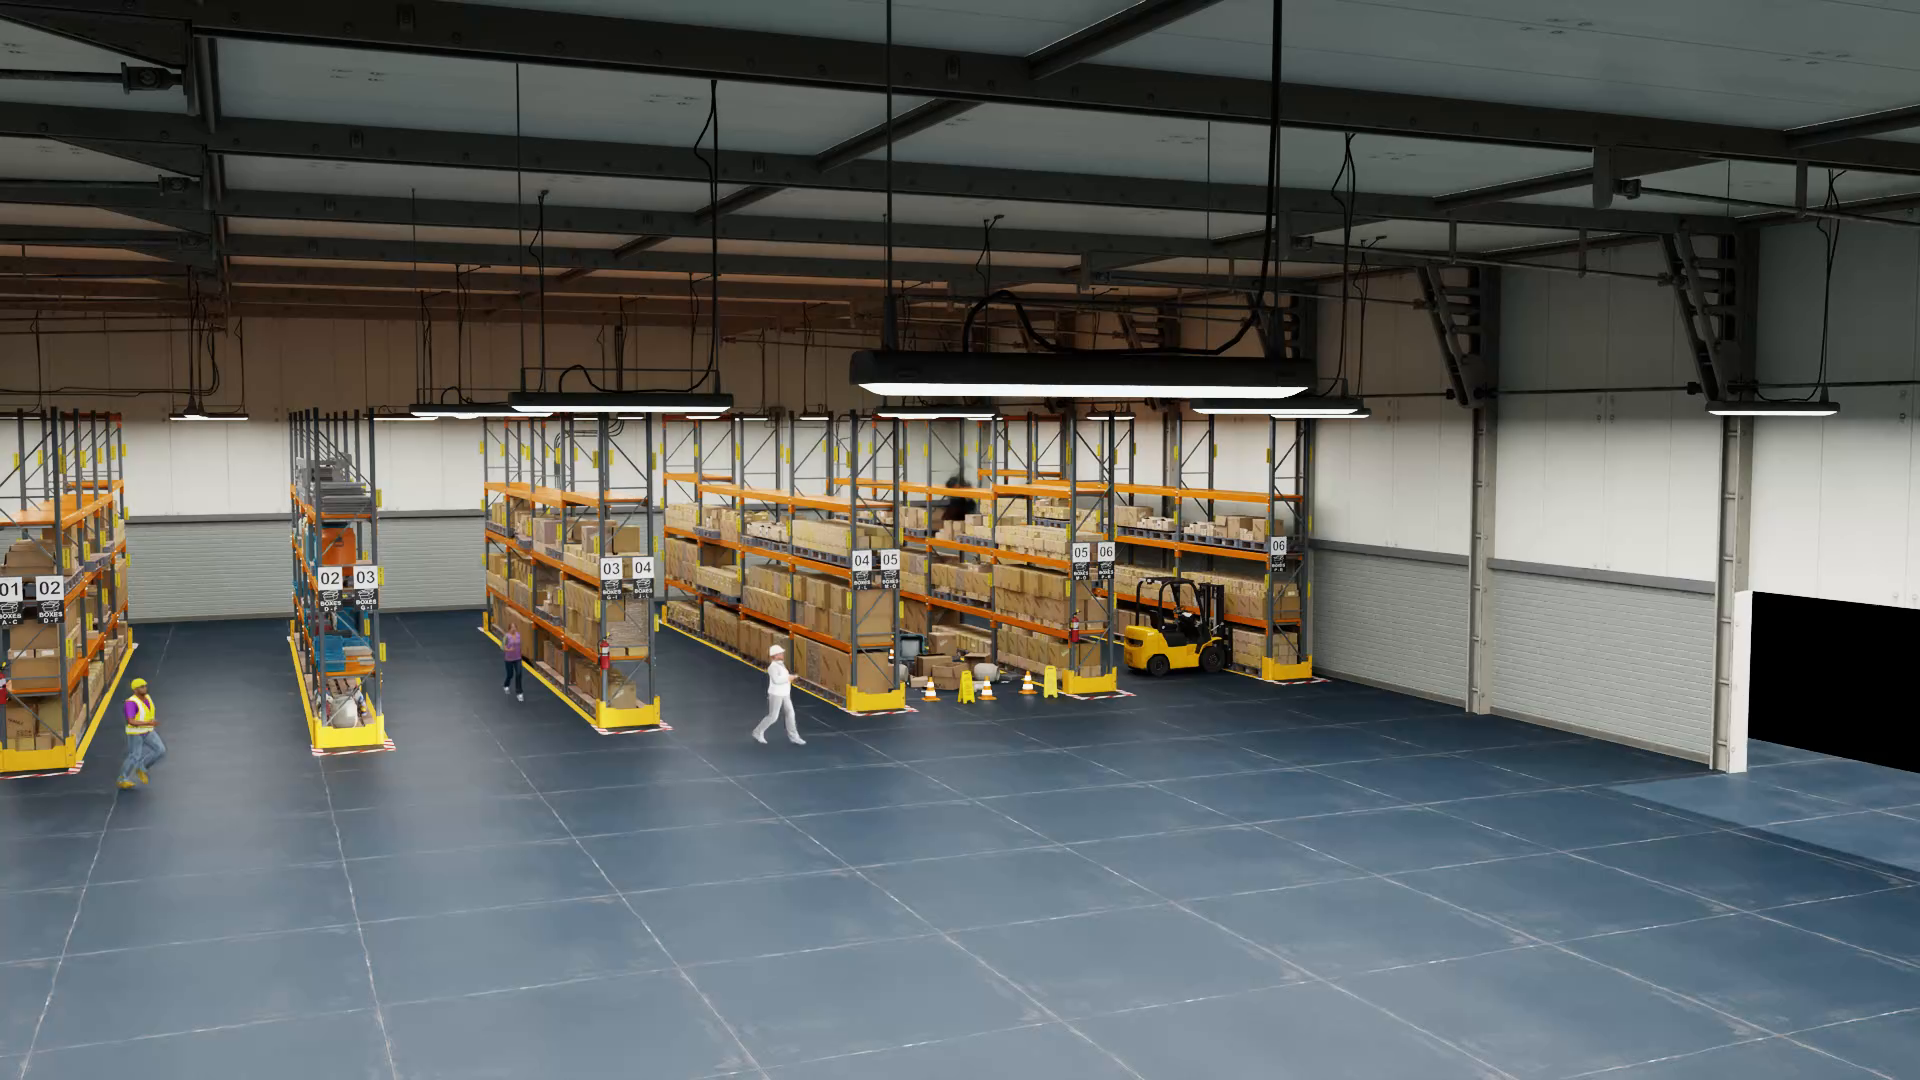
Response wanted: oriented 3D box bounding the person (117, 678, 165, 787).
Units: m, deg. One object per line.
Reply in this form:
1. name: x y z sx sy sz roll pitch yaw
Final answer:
1. person: -12.832 3.010 26.102 0.808 1.713 0.719 1 4 12

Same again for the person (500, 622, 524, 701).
1. person: -9.256 2.492 34.424 0.537 1.596 0.878 -3 5 -34

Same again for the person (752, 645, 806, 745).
1. person: -3.207 2.745 29.456 0.944 1.774 0.659 1 4 12
